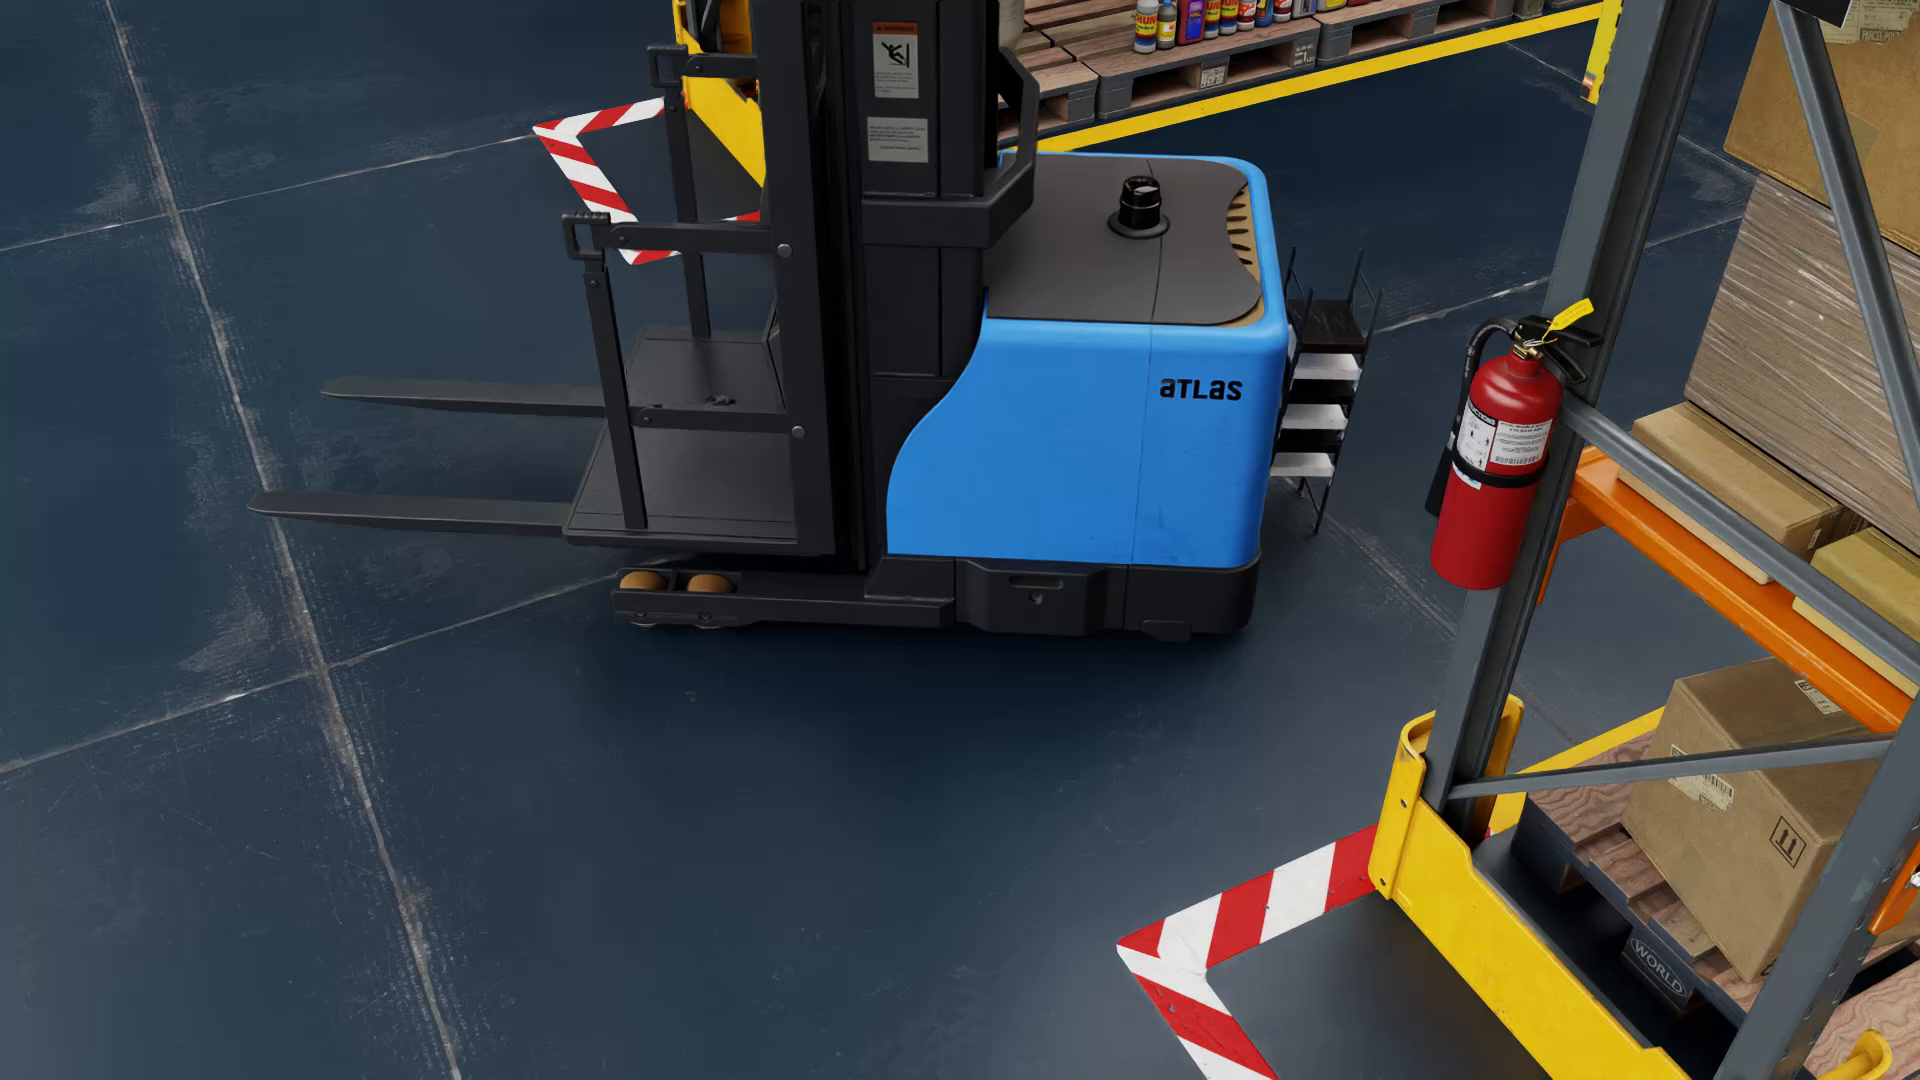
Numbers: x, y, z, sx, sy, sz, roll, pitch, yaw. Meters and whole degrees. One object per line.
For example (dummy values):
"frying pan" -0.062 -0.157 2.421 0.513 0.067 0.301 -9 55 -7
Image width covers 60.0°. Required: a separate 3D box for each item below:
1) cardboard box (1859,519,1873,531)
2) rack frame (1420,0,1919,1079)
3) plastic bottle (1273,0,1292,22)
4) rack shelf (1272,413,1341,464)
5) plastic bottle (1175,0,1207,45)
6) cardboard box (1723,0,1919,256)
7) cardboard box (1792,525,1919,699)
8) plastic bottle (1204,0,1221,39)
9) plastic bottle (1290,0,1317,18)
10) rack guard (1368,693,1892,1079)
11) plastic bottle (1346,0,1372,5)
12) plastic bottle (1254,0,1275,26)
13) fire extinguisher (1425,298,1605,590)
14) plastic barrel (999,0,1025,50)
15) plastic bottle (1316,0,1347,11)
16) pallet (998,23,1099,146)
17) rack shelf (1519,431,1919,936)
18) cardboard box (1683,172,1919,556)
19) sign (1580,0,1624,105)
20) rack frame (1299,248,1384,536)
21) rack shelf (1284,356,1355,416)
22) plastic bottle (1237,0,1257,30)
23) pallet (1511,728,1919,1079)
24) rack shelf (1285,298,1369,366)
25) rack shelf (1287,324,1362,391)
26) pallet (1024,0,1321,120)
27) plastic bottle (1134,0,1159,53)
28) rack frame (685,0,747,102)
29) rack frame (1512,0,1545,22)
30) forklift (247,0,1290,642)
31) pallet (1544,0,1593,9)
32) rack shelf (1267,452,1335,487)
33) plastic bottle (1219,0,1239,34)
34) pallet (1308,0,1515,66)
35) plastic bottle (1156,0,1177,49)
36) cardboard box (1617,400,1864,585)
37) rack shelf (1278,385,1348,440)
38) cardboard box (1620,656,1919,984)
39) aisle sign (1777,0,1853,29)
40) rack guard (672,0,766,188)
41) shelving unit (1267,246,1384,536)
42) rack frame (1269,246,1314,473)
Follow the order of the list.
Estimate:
"cardboard box" 1.753 -0.187 3.343 0.250 0.149 0.380 -19 44 -21
"rack frame" 1.374 -0.005 2.934 0.127 3.000 1.000 -19 44 -21
"plastic bottle" 1.501 -2.529 7.741 0.097 0.201 0.097 0 40 0
"rack shelf" 1.043 -0.342 5.137 0.200 0.077 0.258 1 40 -6
"plastic bottle" 1.047 -2.394 7.518 0.133 0.283 0.061 -18 43 -20
"cardboard box" 1.747 -0.844 2.844 0.500 0.500 0.500 -19 44 -21
"cardboard box" 1.736 0.142 2.955 0.250 0.149 0.380 -19 44 -21
"plastic bottle" 1.142 -2.435 7.576 0.097 0.271 0.097 0 40 0
"plastic bottle" 1.593 -2.608 7.777 0.135 0.276 0.152 -18 43 -20
"rack guard" 1.441 0.926 3.769 0.348 0.500 1.175 -19 44 -21
"plastic bottle" 1.900 -2.681 7.857 0.133 0.283 0.061 -16 43 -18
"plastic bottle" 1.410 -2.525 7.682 0.097 0.271 0.097 0 40 0
"fire extinguisher" 1.059 -0.205 3.231 0.183 0.674 0.296 -19 44 -21
"plastic barrel" 0.079 -2.444 7.416 0.421 0.512 0.421 0 40 0
"plastic bottle" 1.739 -2.683 7.807 0.185 0.351 0.144 -19 44 -21
"pallet" -0.146 -2.068 7.530 1.213 0.211 1.003 -19 44 -21
"rack shelf" 3.147 -0.327 3.872 4.000 0.370 1.077 -19 44 -21
"cardboard box" 1.874 -0.305 2.981 0.500 0.500 0.875 -19 44 -21
"sign" 1.135 -0.892 2.841 0.005 0.325 0.100 -19 44 -21
"rack frame" 1.153 -0.435 5.068 0.006 0.900 0.240 1 40 -6
"rack shelf" 1.056 -0.479 5.022 0.200 0.077 0.258 1 40 -6
"plastic bottle" 1.318 -2.467 7.668 0.097 0.201 0.097 0 40 0
"pallet" 2.178 0.814 4.124 1.213 0.211 1.003 -19 44 -21
"rack shelf" 1.069 -0.617 4.906 0.200 0.077 0.258 1 40 -6
"rack shelf" 1.063 -0.548 4.964 0.200 0.077 0.258 1 40 -6
"pallet" 0.935 -2.429 7.957 1.213 0.211 1.003 -19 44 -21
"plastic bottle" 0.838 -2.332 7.455 0.097 0.271 0.097 0 40 0
"rack frame" -0.914 -2.843 6.287 0.127 3.000 1.000 -19 44 -21
"rack frame" 2.633 -4.037 7.697 0.127 3.000 1.000 -19 44 -21
"forklift" -0.623 -1.192 4.390 3.031 2.935 1.130 3 40 3
"pallet" 3.312 -3.229 8.902 1.213 0.211 1.003 -19 44 -21
"rack shelf" 1.037 -0.273 5.195 0.200 0.077 0.258 1 40 -6
"plastic bottle" 1.230 -2.464 7.611 0.097 0.271 0.097 0 40 0
"pallet" 2.018 -2.796 8.390 1.213 0.211 1.003 -19 44 -21
"plastic bottle" 0.929 -2.336 7.514 0.097 0.201 0.097 0 40 0
"cardboard box" 1.531 -0.112 3.256 0.250 0.149 0.380 -19 44 -21
"rack shelf" 1.050 -0.411 5.079 0.200 0.077 0.258 1 40 -6
"cardboard box" 1.935 0.612 3.815 0.500 0.500 0.500 -11 41 -13
"aisle sign" 1.180 -1.151 2.276 0.004 0.787 0.394 -19 44 -21
"rack guard" -0.869 -1.939 7.153 0.348 0.500 1.175 -19 44 -21
"shelving unit" 1.052 -0.436 5.058 0.210 0.900 0.258 1 40 -6
"rack frame" 0.951 -0.437 5.048 0.006 0.900 0.240 1 40 -6
